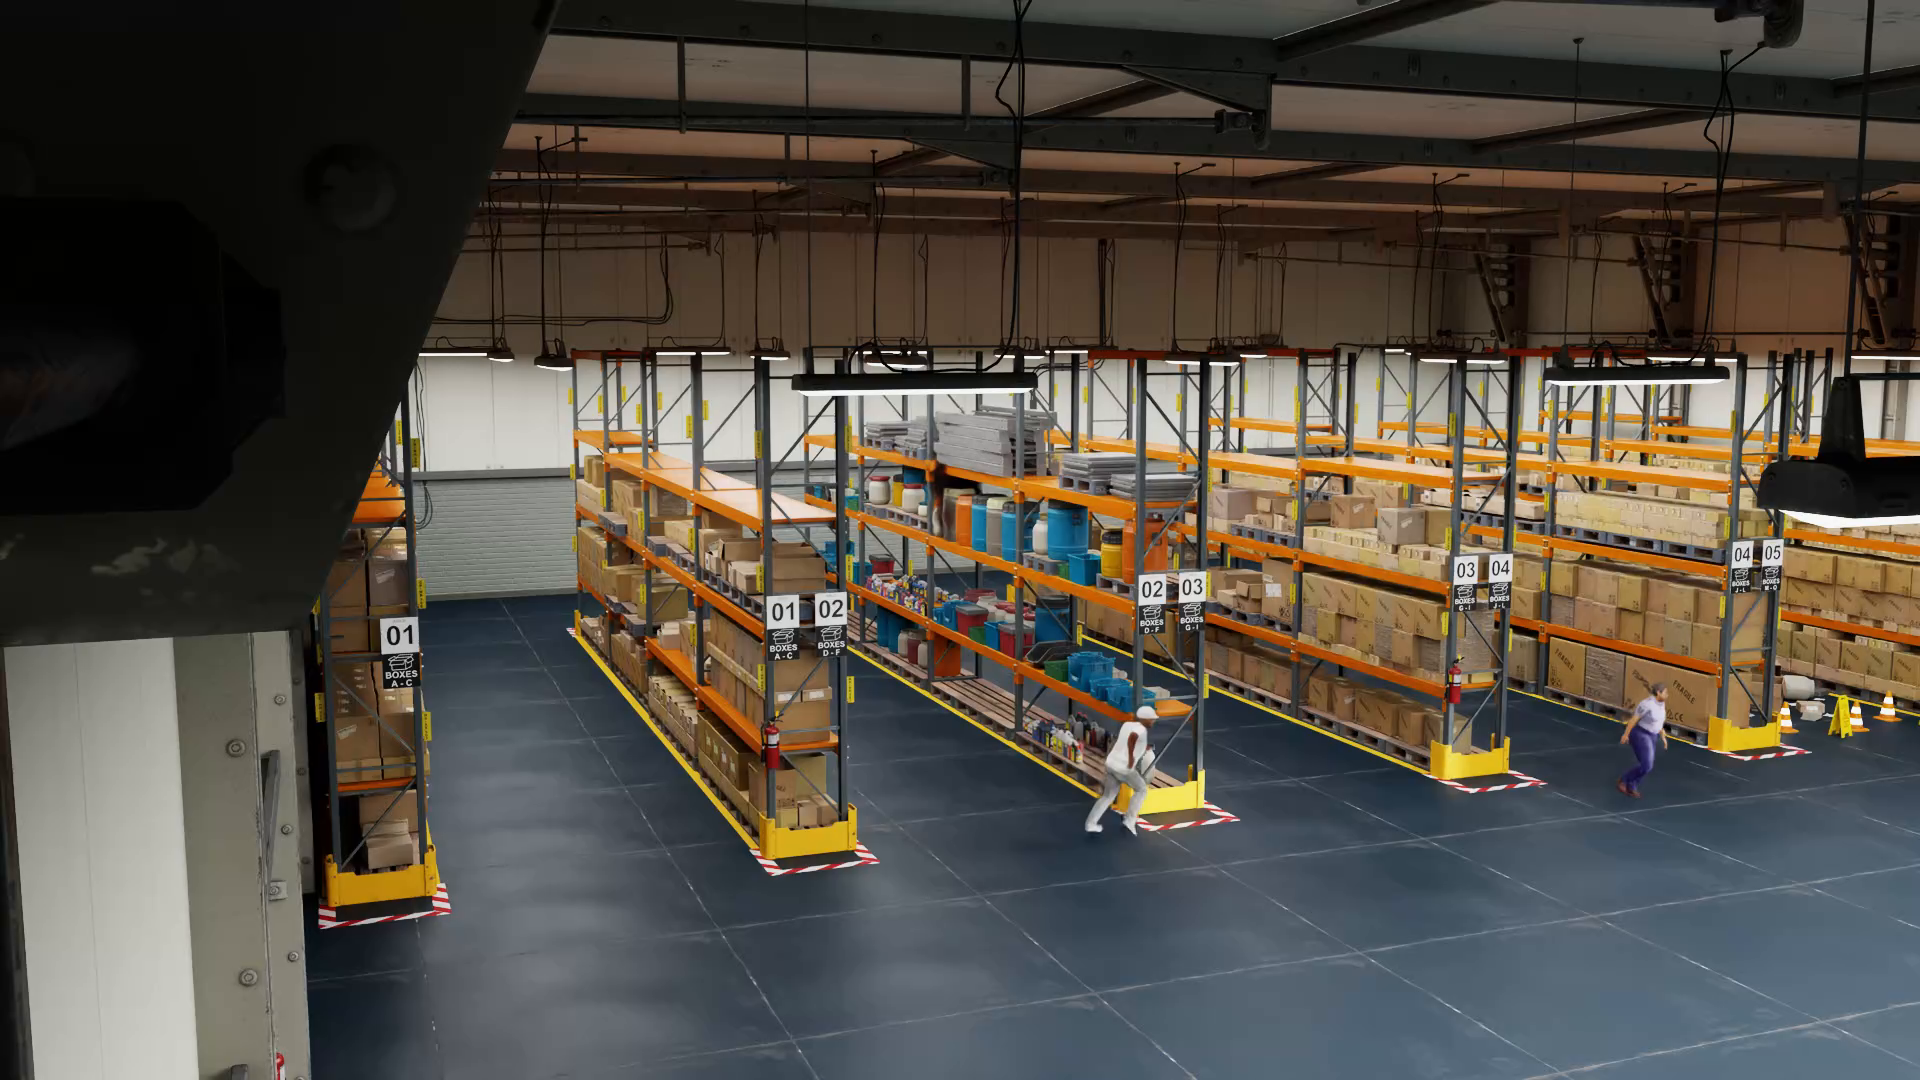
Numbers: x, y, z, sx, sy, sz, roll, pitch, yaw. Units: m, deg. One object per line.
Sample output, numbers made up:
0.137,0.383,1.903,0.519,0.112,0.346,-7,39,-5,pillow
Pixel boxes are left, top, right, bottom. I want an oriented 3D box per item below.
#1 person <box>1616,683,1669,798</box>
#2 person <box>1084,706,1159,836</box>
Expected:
9.330,2.735,22.716,0.538,1.624,0.648,7,10,44,person
2.046,2.947,20.928,0.990,1.687,0.750,-2,7,-18,person
